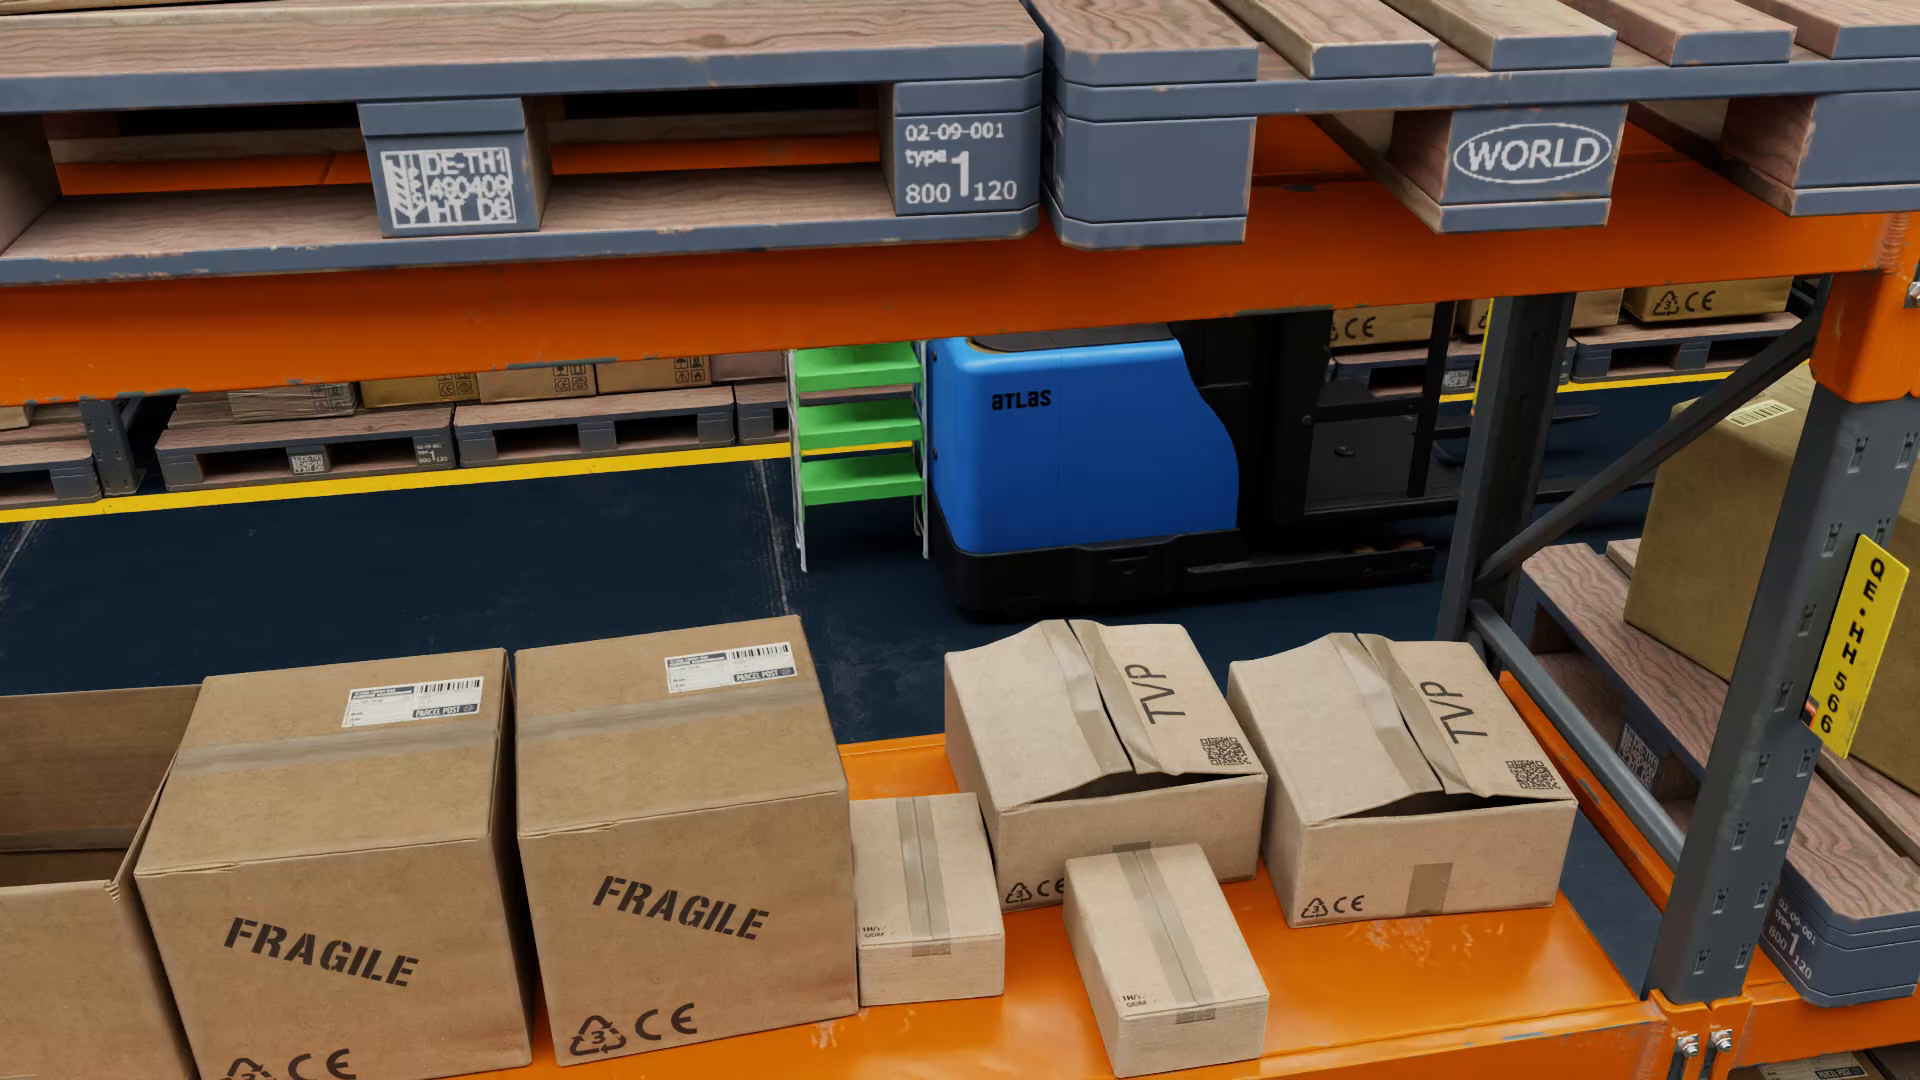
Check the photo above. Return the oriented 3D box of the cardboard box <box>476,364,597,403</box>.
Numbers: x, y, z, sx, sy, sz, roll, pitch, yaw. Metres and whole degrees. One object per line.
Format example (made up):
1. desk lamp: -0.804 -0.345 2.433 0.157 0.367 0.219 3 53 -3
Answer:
1. cardboard box: -1.925 -1.012 7.543 0.500 0.500 0.700 -5 31 -8

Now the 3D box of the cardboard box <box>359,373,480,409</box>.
1. cardboard box: -2.434 -0.985 7.498 0.500 0.500 0.700 -6 31 -10

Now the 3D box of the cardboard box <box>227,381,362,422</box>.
1. cardboard box: -2.934 -0.913 7.375 0.500 0.500 0.700 -4 31 -7

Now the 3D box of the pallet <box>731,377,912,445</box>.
1. pallet: -0.489 -0.818 7.933 1.213 0.211 1.003 -5 31 -9

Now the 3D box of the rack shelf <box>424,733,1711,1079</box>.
1. rack shelf: -0.791 0.872 3.018 4.000 0.370 1.077 -5 31 -9

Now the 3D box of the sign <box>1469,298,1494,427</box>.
1. sign: 1.069 -0.356 3.331 0.005 0.325 0.100 -5 31 -9

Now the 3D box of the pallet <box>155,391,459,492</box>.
1. pallet: -2.889 -0.595 7.554 1.213 0.211 1.003 -5 31 -9

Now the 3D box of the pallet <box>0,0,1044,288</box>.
1. pallet: -0.575 -0.623 2.076 1.213 0.211 1.003 -4 31 -7

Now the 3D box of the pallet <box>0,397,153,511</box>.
1. pallet: -4.309 -0.444 7.297 1.213 0.211 1.003 -5 31 -9

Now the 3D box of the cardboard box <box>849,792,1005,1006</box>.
1. cardboard box: -0.068 0.632 2.964 0.250 0.149 0.380 -3 31 -5

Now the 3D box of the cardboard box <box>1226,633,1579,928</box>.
1. cardboard box: 0.810 0.429 3.149 0.500 0.311 0.500 -3 31 -6

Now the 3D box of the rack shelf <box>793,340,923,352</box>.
1. rack shelf: -0.396 -0.833 6.163 0.480 0.148 0.258 -6 31 -10

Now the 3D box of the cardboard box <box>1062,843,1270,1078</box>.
1. cardboard box: 0.341 0.707 2.836 0.250 0.149 0.380 -5 31 -9

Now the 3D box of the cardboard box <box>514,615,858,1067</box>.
1. cardboard box: -0.472 0.497 2.846 0.500 0.500 0.500 -7 31 -12

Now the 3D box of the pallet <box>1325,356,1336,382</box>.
1. pallet: 1.069 -0.923 8.111 1.213 0.211 1.003 -5 31 -9

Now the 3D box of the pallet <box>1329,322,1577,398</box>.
1. pallet: 2.267 -1.032 8.298 1.213 0.211 1.003 -5 31 -9

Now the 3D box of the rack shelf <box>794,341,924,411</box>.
1. rack shelf: -0.396 -0.627 6.284 0.480 0.148 0.258 -6 31 -10

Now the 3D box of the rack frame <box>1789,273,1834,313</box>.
1. rack frame: 4.214 -2.456 7.967 0.127 3.000 1.000 -5 31 -9

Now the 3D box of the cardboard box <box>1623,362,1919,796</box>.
1. cardboard box: 1.775 0.041 3.208 0.500 0.500 0.700 -16 34 -25

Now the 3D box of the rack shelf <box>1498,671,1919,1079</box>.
1. rack shelf: 3.143 0.507 3.639 4.000 0.370 1.077 -5 31 -9

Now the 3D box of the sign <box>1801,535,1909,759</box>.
1. sign: 1.279 0.156 2.382 0.005 0.325 0.100 -5 31 -9

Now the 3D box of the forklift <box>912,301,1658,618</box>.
1. forklift: 1.373 -1.338 6.134 3.031 2.935 1.130 -6 31 -10

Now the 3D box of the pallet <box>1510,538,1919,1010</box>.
1. pallet: 1.830 0.365 3.359 1.003 0.211 1.213 -5 31 -9

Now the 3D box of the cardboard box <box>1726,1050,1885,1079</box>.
1. cardboard box: 1.675 1.368 3.497 0.500 0.500 0.500 -4 31 -7

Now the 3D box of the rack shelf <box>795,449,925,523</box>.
1. rack shelf: -0.396 -0.213 6.528 0.480 0.148 0.258 -6 31 -10

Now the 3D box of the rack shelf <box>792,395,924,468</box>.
1. rack shelf: -0.396 -0.420 6.406 0.480 0.148 0.258 -6 31 -10

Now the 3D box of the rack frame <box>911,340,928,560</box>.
1. rack frame: -0.157 -0.499 6.415 0.015 1.200 0.240 -6 31 -10

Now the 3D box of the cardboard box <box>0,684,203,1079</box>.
1. cardboard box: -1.482 0.591 2.687 0.500 0.500 0.500 -3 31 -5

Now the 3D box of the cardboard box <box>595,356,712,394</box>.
1. cardboard box: -1.430 -1.062 7.629 0.500 0.500 0.700 -5 31 -9

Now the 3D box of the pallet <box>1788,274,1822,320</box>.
1. pallet: 4.977 -1.284 8.725 1.213 0.211 1.003 -5 31 -9

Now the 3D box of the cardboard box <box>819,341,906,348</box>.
1. cardboard box: -0.419 -1.111 7.712 0.500 0.500 0.700 -5 31 -8

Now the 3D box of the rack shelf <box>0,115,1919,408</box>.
1. rack shelf: -0.791 -0.421 2.258 4.000 0.370 1.077 -5 31 -9

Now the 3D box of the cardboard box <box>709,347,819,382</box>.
1. cardboard box: -0.947 -1.122 7.731 0.500 0.500 0.700 -5 31 -9

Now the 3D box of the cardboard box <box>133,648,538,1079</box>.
1. cardboard box: -0.990 0.545 2.765 0.500 0.500 0.500 -5 31 -9

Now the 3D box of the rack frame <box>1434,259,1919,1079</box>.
1. rack frame: 1.175 0.377 3.149 0.053 2.616 0.949 -5 31 -9

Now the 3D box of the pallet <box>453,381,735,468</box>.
1. pallet: -1.687 -0.708 7.746 1.213 0.211 1.003 -5 31 -9

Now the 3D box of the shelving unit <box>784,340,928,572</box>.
1. shelving unit: -0.396 -0.475 6.374 0.503 1.200 0.258 -6 31 -10

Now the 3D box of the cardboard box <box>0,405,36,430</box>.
1. cardboard box: -4.176 -0.630 7.223 0.250 0.166 0.380 -9 32 -15

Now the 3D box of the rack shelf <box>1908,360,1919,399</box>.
1. rack shelf: 3.143 -0.787 2.879 4.000 0.370 1.077 -5 31 -9

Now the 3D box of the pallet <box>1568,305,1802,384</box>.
1. pallet: 3.469 -1.146 8.490 1.213 0.211 1.003 -5 31 -9

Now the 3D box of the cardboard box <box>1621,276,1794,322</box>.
1. cardboard box: 3.599 -1.586 8.194 0.750 0.750 0.750 -5 31 -8

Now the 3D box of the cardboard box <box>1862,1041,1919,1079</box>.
1. cardboard box: 2.189 1.317 3.583 0.500 0.500 0.500 -6 31 -11

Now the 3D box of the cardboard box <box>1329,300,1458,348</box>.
1. cardboard box: 1.890 -1.423 7.918 0.750 0.750 0.750 -5 31 -9

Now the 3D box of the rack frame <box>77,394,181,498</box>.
1. rack frame: -3.655 -1.725 6.725 0.127 3.000 1.000 -5 31 -9

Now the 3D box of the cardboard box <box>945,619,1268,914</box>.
1. cardboard box: 0.261 0.403 3.194 0.500 0.311 0.500 -6 31 -10

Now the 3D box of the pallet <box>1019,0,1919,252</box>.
1. pallet: 0.524 -0.726 2.252 1.003 0.211 1.213 -4 31 -7

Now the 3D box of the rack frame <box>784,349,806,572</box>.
1. rack frame: -0.635 -0.450 6.332 0.015 1.200 0.240 -6 31 -10

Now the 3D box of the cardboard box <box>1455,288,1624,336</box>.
1. cardboard box: 2.725 -1.503 8.054 0.750 0.750 0.750 -4 31 -7
